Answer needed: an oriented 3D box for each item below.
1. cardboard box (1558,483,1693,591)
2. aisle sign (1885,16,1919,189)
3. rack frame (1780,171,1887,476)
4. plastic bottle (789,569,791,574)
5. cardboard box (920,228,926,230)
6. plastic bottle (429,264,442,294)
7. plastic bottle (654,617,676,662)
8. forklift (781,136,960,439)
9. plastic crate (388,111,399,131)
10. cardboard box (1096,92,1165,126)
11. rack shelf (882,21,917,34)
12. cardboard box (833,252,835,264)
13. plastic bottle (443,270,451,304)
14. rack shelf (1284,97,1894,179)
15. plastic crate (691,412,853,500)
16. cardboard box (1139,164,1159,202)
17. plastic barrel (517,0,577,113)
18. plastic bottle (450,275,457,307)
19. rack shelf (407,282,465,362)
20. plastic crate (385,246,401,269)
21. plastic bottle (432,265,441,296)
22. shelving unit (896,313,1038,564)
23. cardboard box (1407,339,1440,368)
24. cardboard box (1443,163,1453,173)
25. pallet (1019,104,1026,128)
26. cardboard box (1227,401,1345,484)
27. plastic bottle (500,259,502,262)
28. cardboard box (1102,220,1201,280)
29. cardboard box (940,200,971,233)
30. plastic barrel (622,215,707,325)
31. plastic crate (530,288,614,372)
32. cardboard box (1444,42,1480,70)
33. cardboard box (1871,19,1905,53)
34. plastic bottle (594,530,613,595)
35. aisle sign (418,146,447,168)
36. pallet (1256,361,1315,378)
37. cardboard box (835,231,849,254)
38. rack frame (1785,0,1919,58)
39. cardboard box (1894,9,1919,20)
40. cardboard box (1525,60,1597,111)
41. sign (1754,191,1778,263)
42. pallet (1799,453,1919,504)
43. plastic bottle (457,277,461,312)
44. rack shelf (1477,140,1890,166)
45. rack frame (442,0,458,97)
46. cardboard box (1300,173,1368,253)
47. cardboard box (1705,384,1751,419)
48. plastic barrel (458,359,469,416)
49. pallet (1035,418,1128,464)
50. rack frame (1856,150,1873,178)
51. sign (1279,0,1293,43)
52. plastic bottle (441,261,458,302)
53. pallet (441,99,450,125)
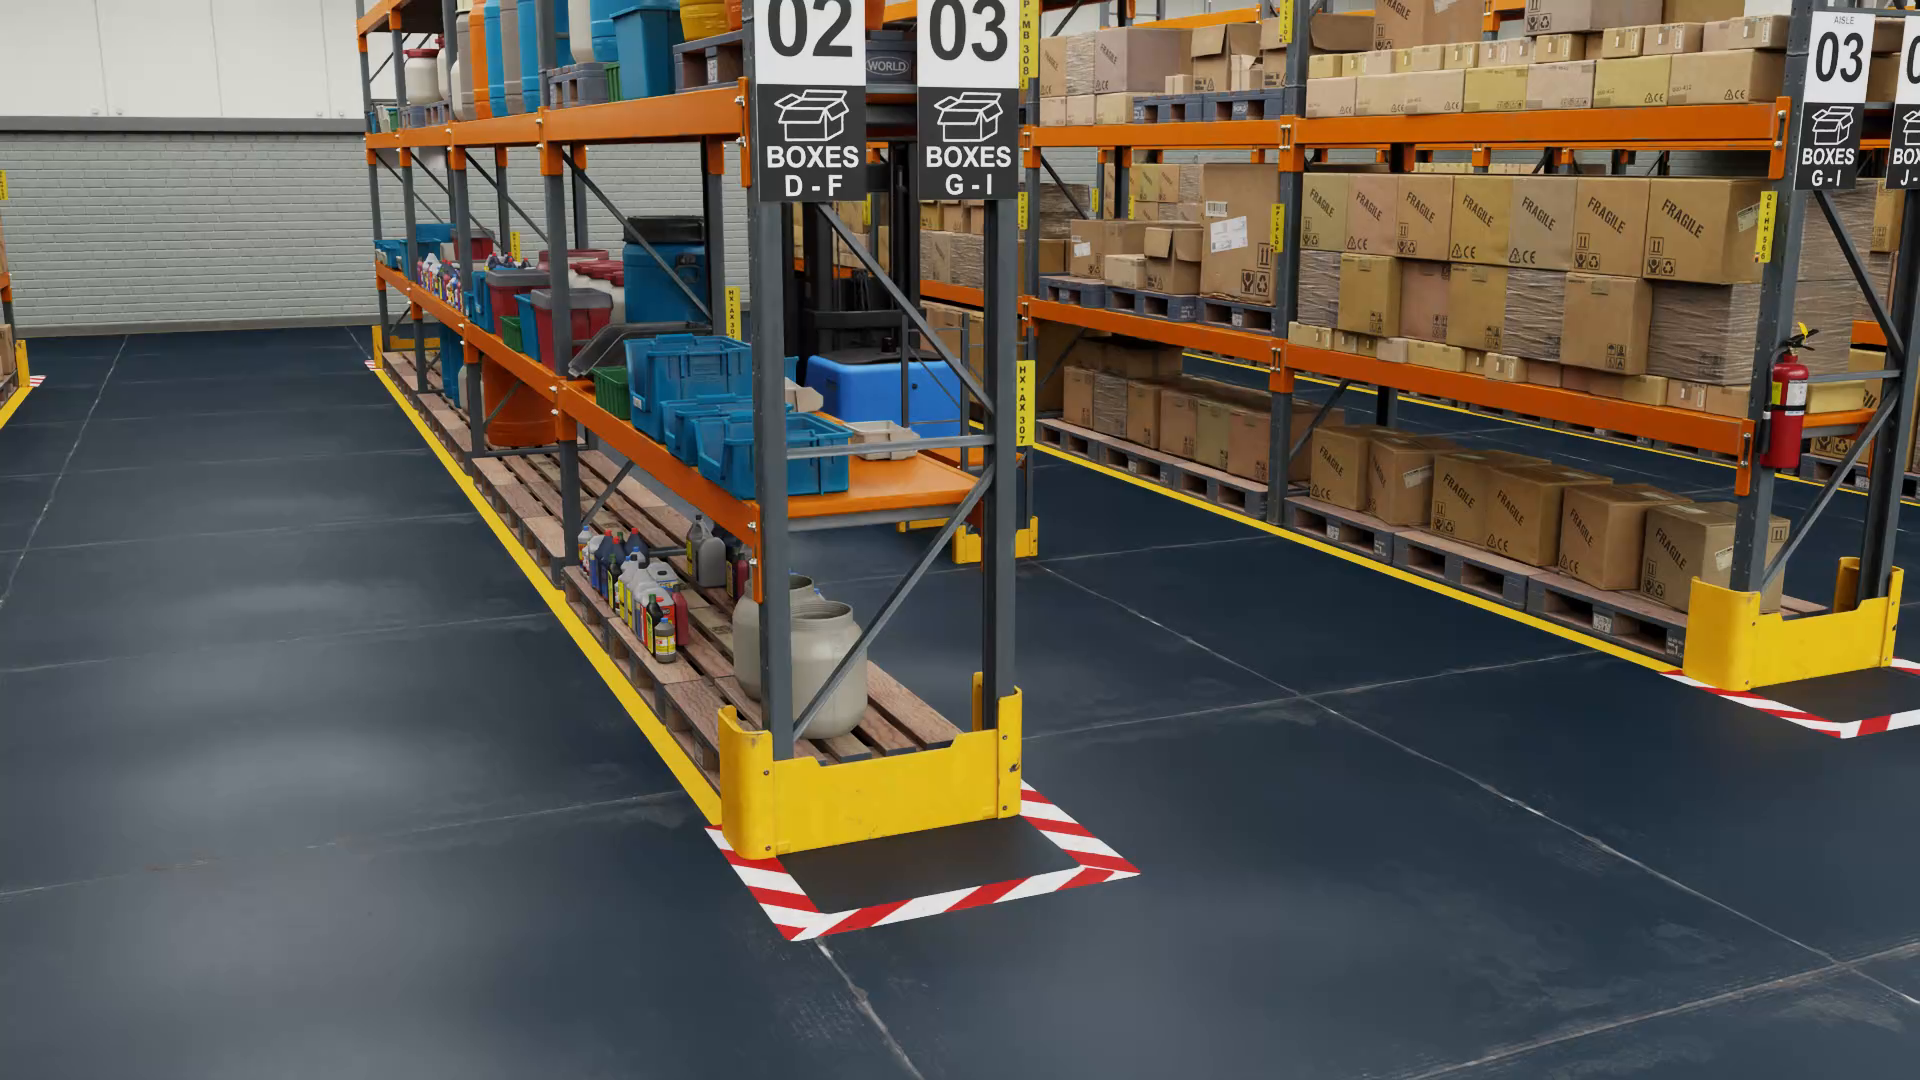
[{"bbox_3d":[3.766,-0.024,9.433,0.500,0.500,0.500,-2,13,-8],"label":"cardboard box"},{"bbox_3d":[4.572,-2.067,7.883,0.394,0.787,0.004,-6,14,-23],"label":"aisle sign"},{"bbox_3d":[7.255,-2.040,13.530,1.000,3.000,0.127,-6,14,-23],"label":"rack frame"},{"bbox_3d":[-0.884,0.282,8.574,0.097,0.271,0.097,0,13,0],"label":"plastic bottle"},{"bbox_3d":[-0.377,-3.093,17.858,0.500,0.500,0.500,-6,14,-23],"label":"cardboard box"},{"bbox_3d":[-4.866,-2.436,15.519,0.152,0.276,0.135,-6,14,-23],"label":"plastic bottle"},{"bbox_3d":[-1.403,0.470,7.915,0.097,0.201,0.097,0,13,0],"label":"plastic bottle"},{"bbox_3d":[-0.963,-1.984,13.443,1.130,2.935,3.031,-5,14,-22],"label":"forklift"},{"bbox_3d":[-5.520,-4.236,16.839,0.450,0.188,0.662,-6,14,-23],"label":"plastic crate"},{"bbox_3d":[1.443,-3.496,13.502,0.500,0.250,0.500,-5,14,-22],"label":"cardboard box"},{"bbox_3d":[-1.336,-6.056,20.061,1.077,0.370,4.000,-6,14,-23],"label":"rack shelf"},{"bbox_3d":[-1.370,-3.389,19.917,0.380,0.149,0.250,-5,14,-22],"label":"cardboard box"},{"bbox_3d":[-4.482,-2.216,14.550,0.061,0.283,0.133,-6,14,-23],"label":"plastic bottle"},{"bbox_3d":[3.471,-2.310,9.642,1.077,0.370,4.000,-6,14,-23],"label":"rack shelf"},{"bbox_3d":[-0.741,-0.343,6.528,0.499,0.251,0.616,-6,14,-23],"label":"plastic crate"},{"bbox_3d":[2.780,-4.870,22.659,0.500,0.500,0.500,-6,14,-24],"label":"cardboard box"},{"bbox_3d":[-2.271,-2.956,9.726,0.600,0.901,0.708,-6,14,-23],"label":"plastic barrel"},{"bbox_3d":[-4.302,-2.128,14.195,0.097,0.271,0.097,0,13,0],"label":"plastic bottle"},{"bbox_3d":[-4.272,-2.054,15.189,1.077,0.370,4.000,-6,14,-23],"label":"rack shelf"},{"bbox_3d":[-6.230,-3.177,18.684,0.416,0.233,0.300,-6,14,-23],"label":"plastic crate"},{"bbox_3d":[-4.773,-2.388,15.312,0.152,0.276,0.135,-6,14,-23],"label":"plastic bottle"},{"bbox_3d":[0.031,-0.715,11.133,0.587,1.500,1.083,-6,14,-23],"label":"shelving unit"},{"bbox_3d":[3.004,-1.163,10.297,0.380,0.149,0.250,-6,14,-23],"label":"cardboard box"},{"bbox_3d":[7.338,-5.471,24.478,0.380,0.149,0.250,-5,14,-22],"label":"cardboard box"},{"bbox_3d":[0.761,-3.937,15.492,1.213,0.211,1.003,-5,14,-20],"label":"pallet"},{"bbox_3d":[2.444,-0.738,12.473,0.700,0.500,0.500,-7,15,-27],"label":"cardboard box"},{"bbox_3d":[-4.473,-2.630,16.355,0.152,0.276,0.135,-6,14,-23],"label":"plastic bottle"},{"bbox_3d":[1.636,-2.478,14.271,0.700,0.500,0.500,-3,13,-15],"label":"cardboard box"},{"bbox_3d":[0.256,-3.402,16.969,0.797,0.503,0.637,-5,14,-21],"label":"cardboard box"},{"bbox_3d":[-1.746,-1.517,10.158,0.600,0.901,0.708,-6,14,-23],"label":"plastic barrel"},{"bbox_3d":[-2.343,-1.269,10.057,0.402,0.464,0.583,-6,14,-23],"label":"plastic crate"},{"bbox_3d":[3.074,-2.834,9.759,0.380,0.149,0.250,-6,14,-24],"label":"cardboard box"},{"bbox_3d":[4.374,-2.446,8.084,0.380,0.149,0.250,-6,14,-23],"label":"cardboard box"},{"bbox_3d":[-1.925,0.115,9.118,0.144,0.351,0.185,-5,14,-21],"label":"plastic bottle"},{"bbox_3d":[-6.436,-4.952,20.349,0.394,0.787,0.004,-6,14,-23],"label":"aisle sign"},{"bbox_3d":[4.364,-2.173,20.291,1.003,0.211,1.213,-6,14,-23],"label":"pallet"},{"bbox_3d":[-1.162,-3.511,19.562,0.500,0.250,0.500,-5,14,-21],"label":"cardboard box"},{"bbox_3d":[4.272,-3.709,7.438,1.000,3.000,0.127,-6,14,-23],"label":"rack frame"},{"bbox_3d":[7.193,-3.862,12.387,0.380,0.149,0.250,-6,14,-23],"label":"cardboard box"},{"bbox_3d":[3.446,-2.461,9.029,0.500,0.250,0.500,-5,14,-22],"label":"cardboard box"},{"bbox_3d":[3.756,-1.458,7.749,0.100,0.325,0.005,-6,14,-23],"label":"sign"},{"bbox_3d":[7.488,-0.517,13.135,1.003,0.211,1.213,-6,14,-23],"label":"pallet"},{"bbox_3d":[-4.116,-2.027,13.736,0.061,0.283,0.133,-6,14,-23],"label":"plastic bottle"},{"bbox_3d":[6.454,-3.564,15.058,1.077,0.370,4.000,-6,14,-23],"label":"rack shelf"},{"bbox_3d":[-3.471,-4.914,12.646,1.000,3.000,0.127,-6,14,-23],"label":"rack frame"},{"bbox_3d":[2.617,-2.177,11.026,0.500,0.500,0.500,-6,14,-23],"label":"cardboard box"},{"bbox_3d":[3.969,-0.704,8.316,0.380,0.149,0.250,-6,14,-23],"label":"cardboard box"},{"bbox_3d":[-4.443,-1.426,15.463,0.421,0.512,0.421,0,13,0],"label":"plastic barrel"},{"bbox_3d":[1.379,-0.919,14.872,1.003,0.211,1.213,-6,14,-23],"label":"pallet"},{"bbox_3d":[13.092,-4.610,24.634,1.000,3.000,0.127,-6,14,-23],"label":"rack frame"},{"bbox_3d":[2.163,-3.467,11.024,0.100,0.325,0.005,-6,14,-23],"label":"sign"},{"bbox_3d":[-4.507,-2.285,14.701,0.144,0.351,0.185,-6,14,-23],"label":"plastic bottle"},{"bbox_3d":[-3.688,-3.528,13.726,1.003,0.211,1.213,-6,14,-23],"label":"pallet"}]
